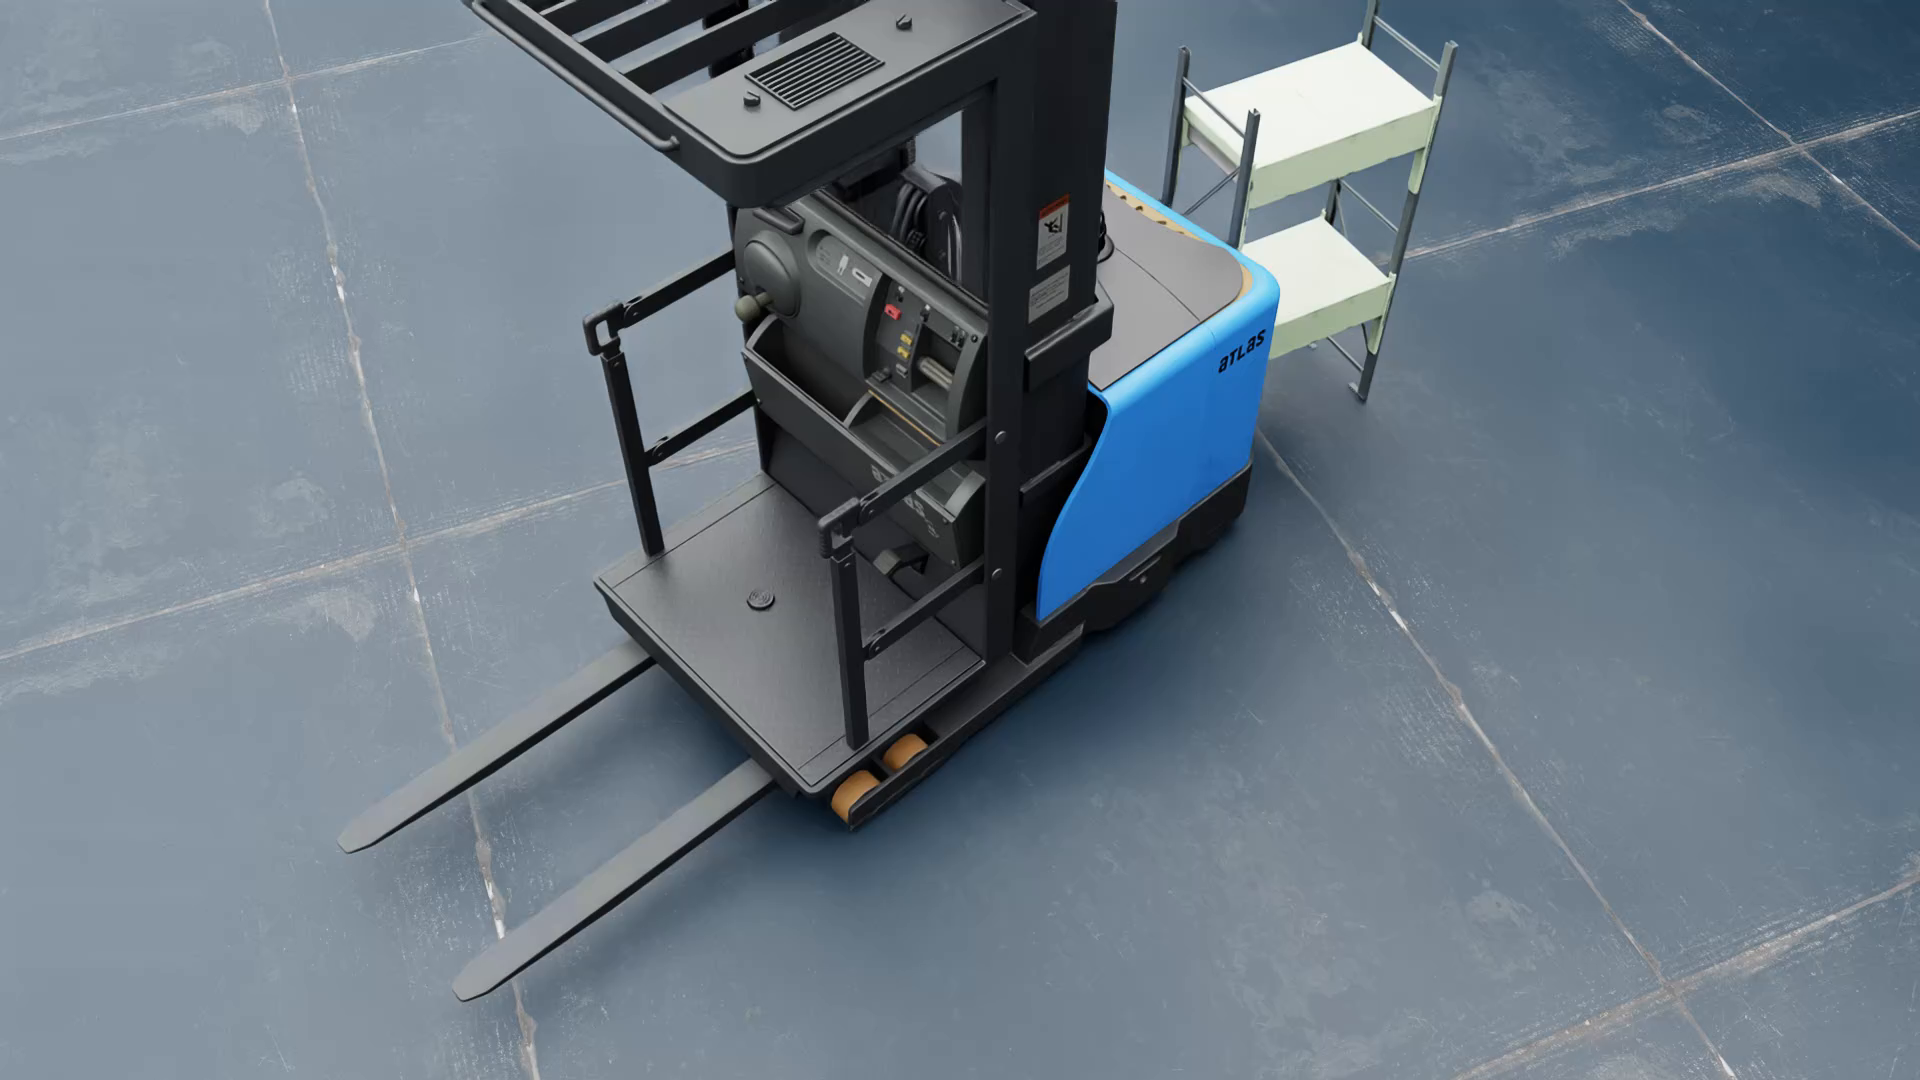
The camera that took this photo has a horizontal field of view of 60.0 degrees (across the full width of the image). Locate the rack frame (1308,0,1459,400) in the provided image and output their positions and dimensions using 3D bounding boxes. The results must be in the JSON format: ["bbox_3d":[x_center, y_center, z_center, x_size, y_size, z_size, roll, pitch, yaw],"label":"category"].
[{"bbox_3d":[1.415,-1.147,5.747,0.023,1.500,0.400,-22,53,-18],"label":"rack frame"}]

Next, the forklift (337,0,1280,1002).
[{"bbox_3d":[-0.436,-0.551,4.291,3.031,2.935,1.130,-35,58,-26],"label":"forklift"}]

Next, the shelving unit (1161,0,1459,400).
[{"bbox_3d":[1.093,-1.015,5.633,0.755,1.500,0.431,-22,53,-18],"label":"shelving unit"}]

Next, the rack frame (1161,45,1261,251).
[{"bbox_3d":[0.772,-0.882,5.519,0.023,1.500,0.400,-22,53,-18],"label":"rack frame"}]

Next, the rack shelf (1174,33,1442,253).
[{"bbox_3d":[1.093,-1.269,5.337,0.720,0.370,0.431,-22,53,-18],"label":"rack shelf"}]

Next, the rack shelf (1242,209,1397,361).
[{"bbox_3d":[1.093,-0.802,5.880,0.720,0.370,0.431,-22,53,-18],"label":"rack shelf"}]
